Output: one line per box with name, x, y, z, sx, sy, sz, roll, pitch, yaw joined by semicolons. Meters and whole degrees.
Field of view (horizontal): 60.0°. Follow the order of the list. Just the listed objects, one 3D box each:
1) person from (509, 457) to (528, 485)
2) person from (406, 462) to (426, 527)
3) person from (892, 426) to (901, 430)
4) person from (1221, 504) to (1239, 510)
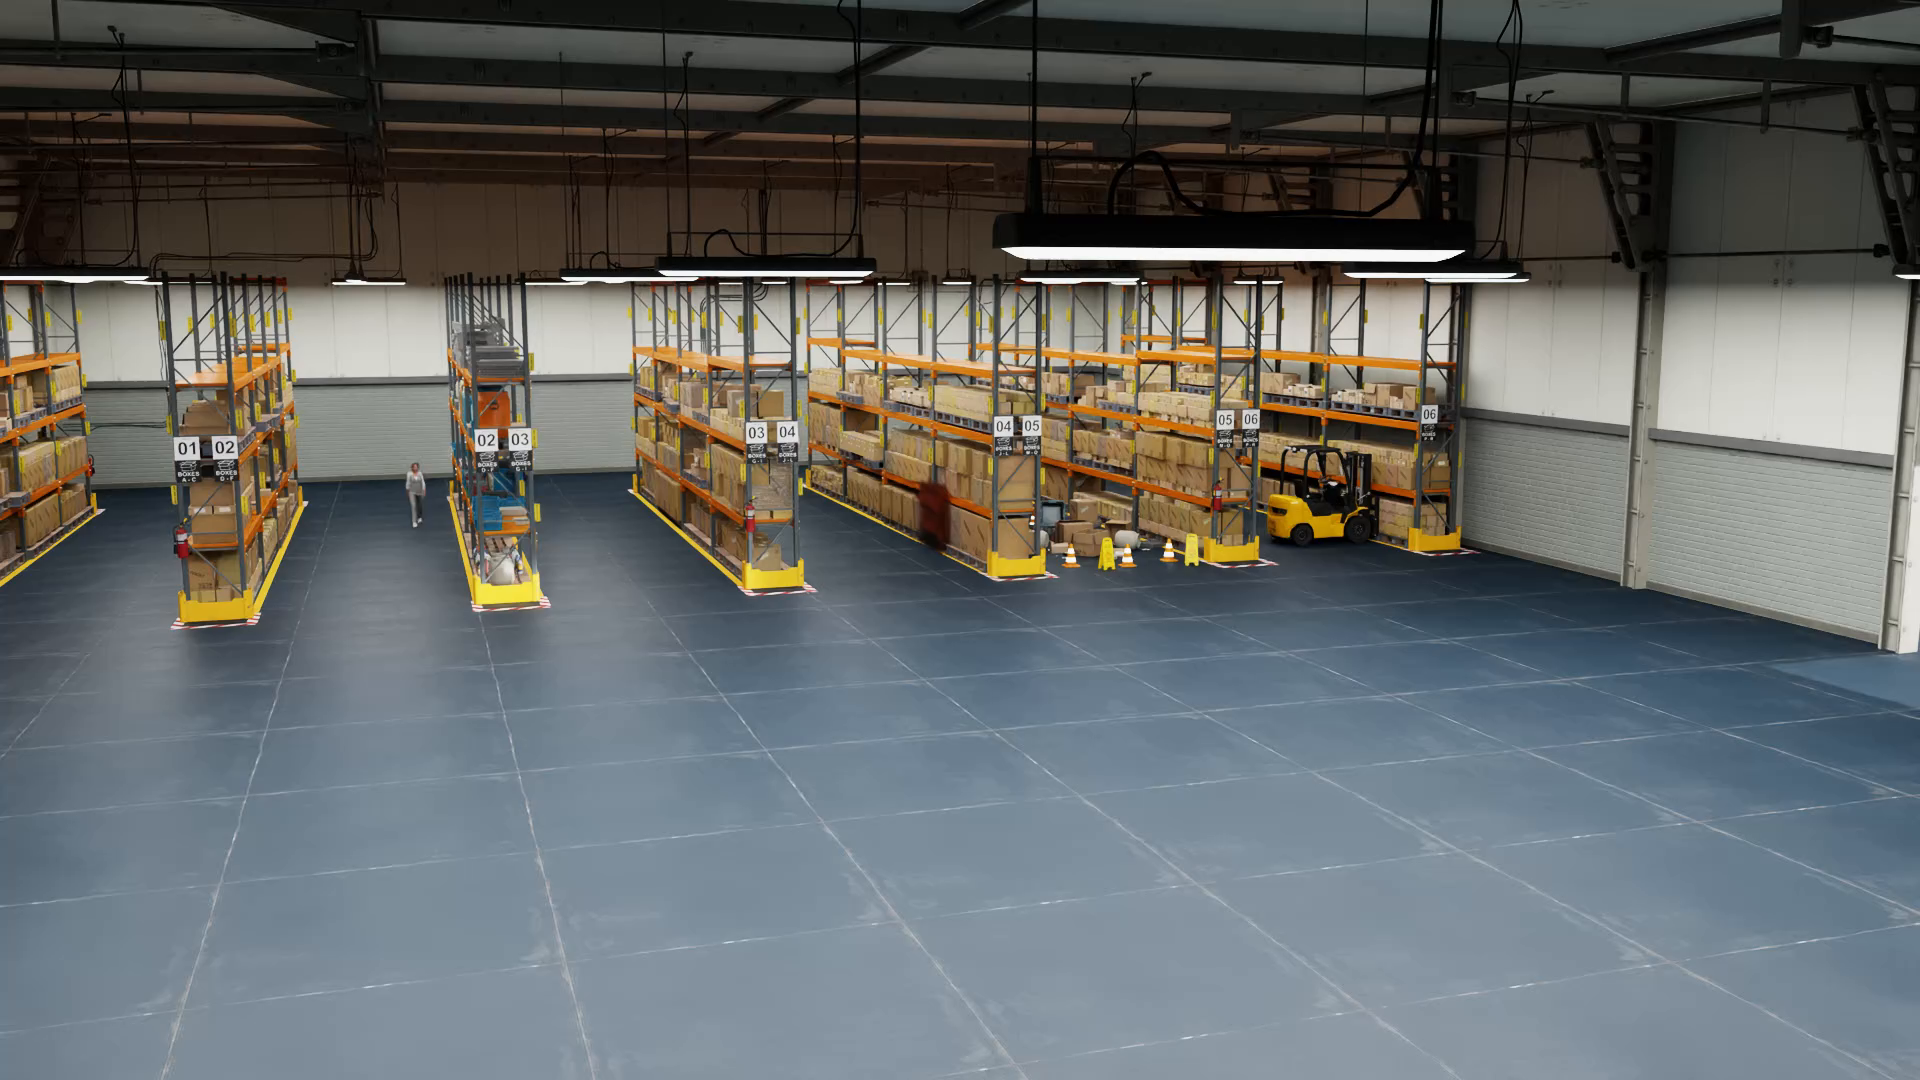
person;-11.612;-1.678;43.736;0.542;1.595;1.016;-6;10;-33
person;-13.158;-1.120;40.210;0.447;1.540;0.972;-3;9;-19
person;-1.886;-2.503;49.175;0.560;1.727;0.528;1;9;5
person;6.490;-1.057;39.639;0.478;1.678;0.419;-7;11;-38
